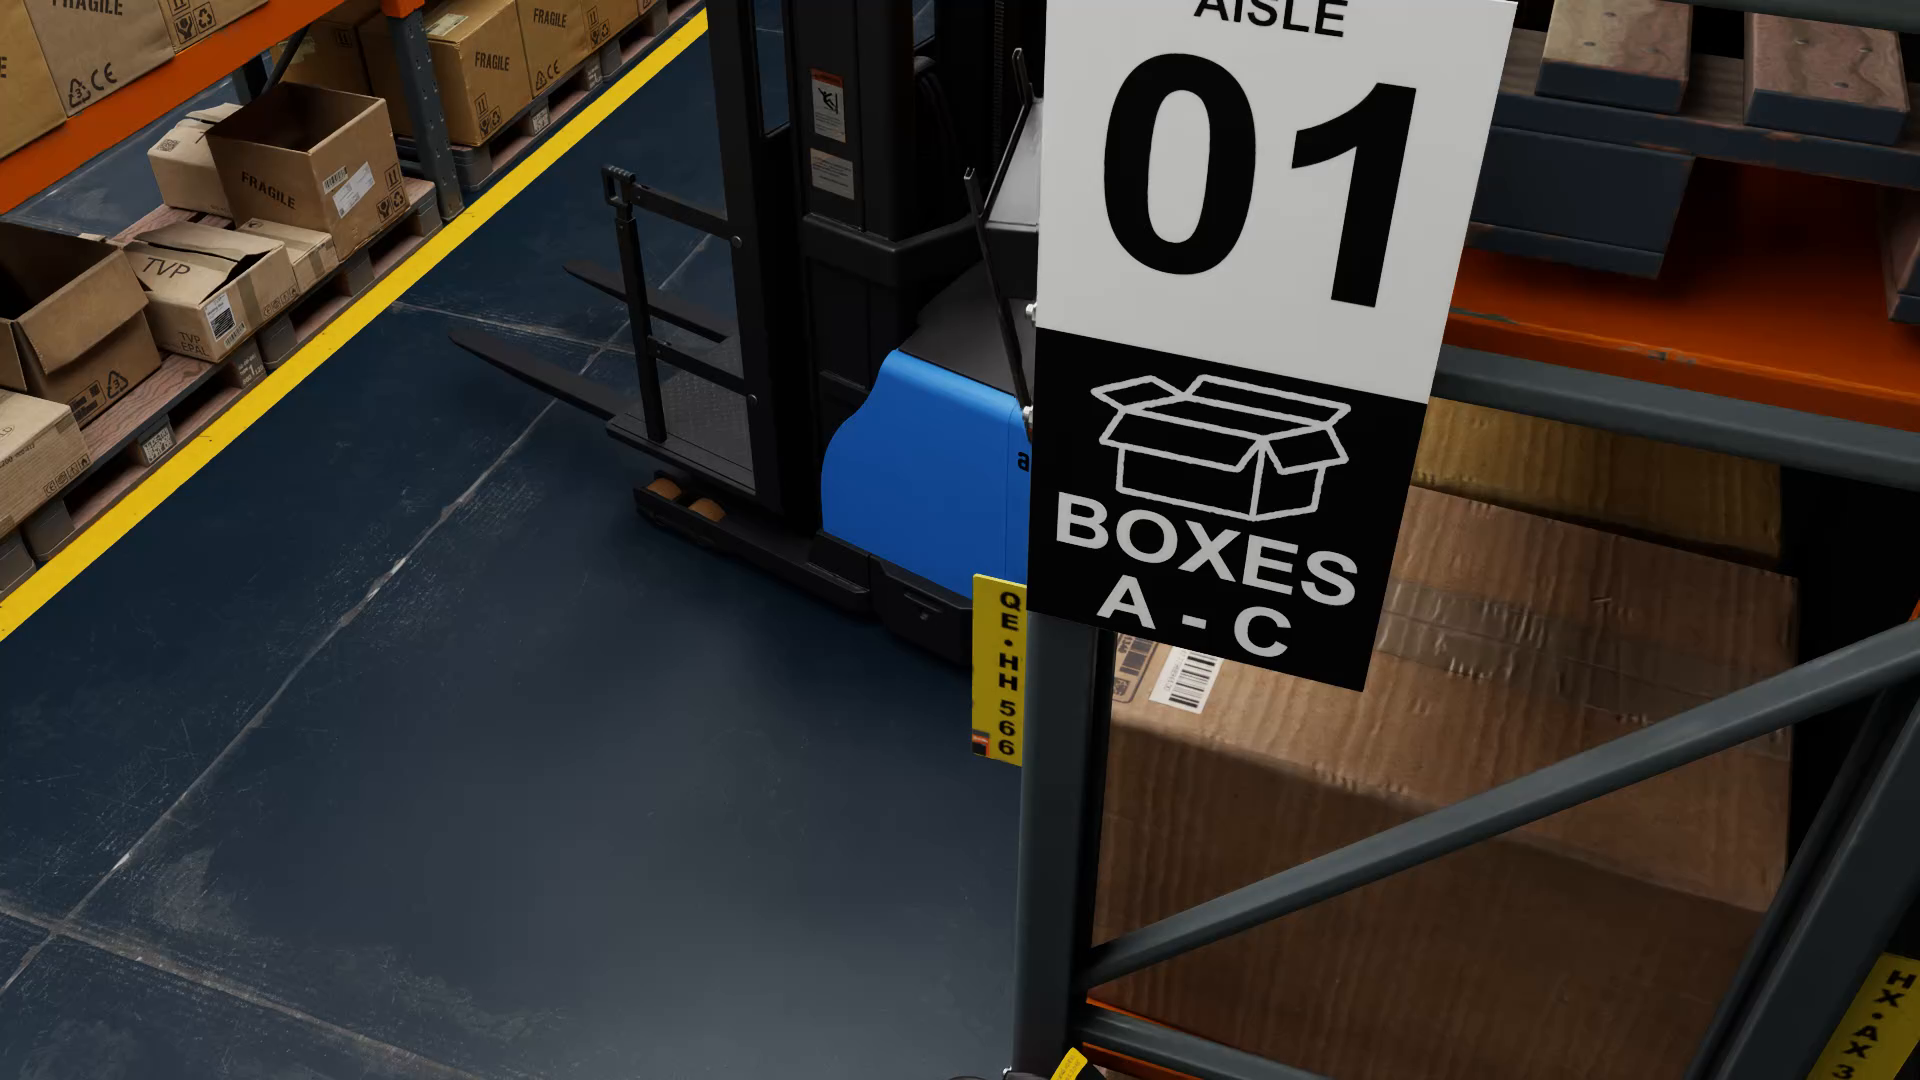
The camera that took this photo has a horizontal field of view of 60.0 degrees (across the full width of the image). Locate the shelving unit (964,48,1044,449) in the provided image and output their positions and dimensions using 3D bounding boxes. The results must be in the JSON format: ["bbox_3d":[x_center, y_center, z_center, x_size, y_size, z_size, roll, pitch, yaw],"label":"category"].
[{"bbox_3d":[0.491,-0.299,4.317,0.503,2.100,0.431,9,59,18],"label":"shelving unit"}]

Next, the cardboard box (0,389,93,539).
[{"bbox_3d":[-3.293,-0.260,5.524,0.500,0.250,0.500,13,42,15],"label":"cardboard box"}]

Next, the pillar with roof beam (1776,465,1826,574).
[{"bbox_3d":[-1.535,-4.222,3.765,9.100,9.000,0.400,13,42,15],"label":"pillar with roof beam"}]

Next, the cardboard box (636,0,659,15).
[{"bbox_3d":[-1.802,-3.097,8.655,0.500,0.500,0.500,12,42,13],"label":"cardboard box"}]

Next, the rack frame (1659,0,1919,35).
[{"bbox_3d":[0.569,-1.446,0.511,1.000,3.000,0.127,13,42,15],"label":"rack frame"}]

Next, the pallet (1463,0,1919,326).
[{"bbox_3d":[0.813,-0.725,2.046,1.003,0.211,1.213,13,42,15],"label":"pallet"}]

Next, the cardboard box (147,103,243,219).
[{"bbox_3d":[-3.066,-1.637,7.090,0.500,0.311,0.500,13,42,15],"label":"cardboard box"}]

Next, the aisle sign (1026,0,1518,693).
[{"bbox_3d":[0.263,-0.175,1.641,0.394,0.787,0.004,13,42,15],"label":"aisle sign"}]

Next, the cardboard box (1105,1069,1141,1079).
[{"bbox_3d":[0.714,1.179,3.660,0.700,0.500,0.500,13,42,15],"label":"cardboard box"}]

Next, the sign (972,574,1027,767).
[{"bbox_3d":[0.064,0.177,2.157,0.100,0.325,0.005,13,42,15],"label":"sign"}]

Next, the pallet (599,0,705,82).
[{"bbox_3d":[-2.061,-2.890,8.975,1.003,0.211,1.213,13,42,15],"label":"pallet"}]

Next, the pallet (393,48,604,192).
[{"bbox_3d":[-2.477,-2.144,8.100,1.003,0.211,1.213,13,42,15],"label":"pallet"}]

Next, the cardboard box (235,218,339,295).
[{"bbox_3d":[-2.720,-1.130,6.621,0.380,0.149,0.250,13,42,15],"label":"cardboard box"}]

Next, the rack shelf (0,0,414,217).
[{"bbox_3d":[-3.403,-1.207,5.407,1.077,0.370,4.000,13,42,15],"label":"rack shelf"}]

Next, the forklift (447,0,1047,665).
[{"bbox_3d":[-0.518,-1.348,5.071,3.031,2.935,1.130,24,46,26],"label":"forklift"}]

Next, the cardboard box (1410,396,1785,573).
[{"bbox_3d":[0.972,-0.037,3.251,0.980,0.700,0.700,13,42,15],"label":"cardboard box"}]

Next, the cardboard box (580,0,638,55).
[{"bbox_3d":[-1.975,-2.788,8.294,0.500,0.500,0.500,14,42,16],"label":"cardboard box"}]

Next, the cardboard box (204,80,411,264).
[{"bbox_3d":[-2.648,-1.506,6.791,0.500,0.500,0.500,13,42,15],"label":"cardboard box"}]

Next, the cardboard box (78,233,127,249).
[{"bbox_3d":[-3.353,-1.052,6.516,0.380,0.166,0.250,13,42,15],"label":"cardboard box"}]

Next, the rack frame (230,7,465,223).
[{"bbox_3d":[-2.719,-2.700,6.604,1.000,3.000,0.127,13,42,15],"label":"rack frame"}]

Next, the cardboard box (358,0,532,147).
[{"bbox_3d":[-2.325,-2.157,7.555,0.500,0.500,0.500,11,42,13],"label":"cardboard box"}]

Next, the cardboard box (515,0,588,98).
[{"bbox_3d":[-2.153,-2.485,7.939,0.500,0.500,0.500,14,42,16],"label":"cardboard box"}]

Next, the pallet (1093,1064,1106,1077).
[{"bbox_3d":[0.769,1.393,3.955,1.003,0.211,1.213,13,42,15],"label":"pallet"}]

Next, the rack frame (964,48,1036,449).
[{"bbox_3d":[0.262,-0.335,4.392,0.015,2.100,0.400,9,59,18],"label":"rack frame"}]

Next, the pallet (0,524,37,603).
[{"bbox_3d":[-3.790,0.268,5.274,1.003,0.211,1.213,13,42,15],"label":"pallet"}]

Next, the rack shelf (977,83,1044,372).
[{"bbox_3d":[0.367,-0.676,3.757,0.480,0.518,0.431,9,59,18],"label":"rack shelf"}]

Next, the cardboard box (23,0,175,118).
[{"bbox_3d":[-2.998,-1.748,5.410,0.500,0.500,0.500,14,42,16],"label":"cardboard box"}]

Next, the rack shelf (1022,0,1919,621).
[{"bbox_3d":[1.253,-1.251,3.148,1.077,0.370,4.000,13,42,15],"label":"rack shelf"}]

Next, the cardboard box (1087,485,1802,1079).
[{"bbox_3d":[0.734,0.409,2.728,0.980,0.700,0.700,15,43,17],"label":"cardboard box"}]

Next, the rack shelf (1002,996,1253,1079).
[{"bbox_3d":[1.253,-0.109,4.121,1.077,0.370,4.000,13,42,15],"label":"rack shelf"}]

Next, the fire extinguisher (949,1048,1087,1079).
[{"bbox_3d":[0.084,0.998,2.617,0.296,0.674,0.183,13,42,15],"label":"fire extinguisher"}]

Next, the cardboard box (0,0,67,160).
[{"bbox_3d":[-3.169,-1.436,5.046,0.500,0.500,0.500,14,42,16],"label":"cardboard box"}]

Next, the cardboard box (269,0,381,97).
[{"bbox_3d":[-2.820,-2.281,7.700,0.500,0.500,0.500,13,42,15],"label":"cardboard box"}]

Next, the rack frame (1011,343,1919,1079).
[{"bbox_3d":[0.569,0.837,2.458,1.000,3.000,0.127,13,42,15],"label":"rack frame"}]

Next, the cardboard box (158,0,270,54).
[{"bbox_3d":[-2.824,-2.062,5.778,0.500,0.500,0.500,14,43,16],"label":"cardboard box"}]

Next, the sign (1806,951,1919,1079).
[{"bbox_3d":[1.089,0.604,2.003,0.100,0.325,0.005,13,42,15],"label":"sign"}]

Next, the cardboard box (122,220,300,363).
[{"bbox_3d":[-2.904,-0.977,6.316,0.500,0.311,0.500,13,42,15],"label":"cardboard box"}]

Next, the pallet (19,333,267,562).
[{"bbox_3d":[-3.371,-0.474,6.143,1.003,0.211,1.213,13,42,15],"label":"pallet"}]

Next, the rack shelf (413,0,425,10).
[{"bbox_3d":[-2.036,-3.646,8.267,1.077,0.370,4.000,13,42,15],"label":"rack shelf"}]

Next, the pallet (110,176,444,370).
[{"bbox_3d":[-2.955,-1.221,7.018,1.003,0.211,1.213,13,42,15],"label":"pallet"}]

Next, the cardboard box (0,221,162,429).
[{"bbox_3d":[-3.357,-0.771,5.927,0.797,0.503,0.637,13,42,15],"label":"cardboard box"}]

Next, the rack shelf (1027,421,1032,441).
[{"bbox_3d":[0.494,-0.292,4.328,0.480,0.518,0.431,9,59,18],"label":"rack shelf"}]
